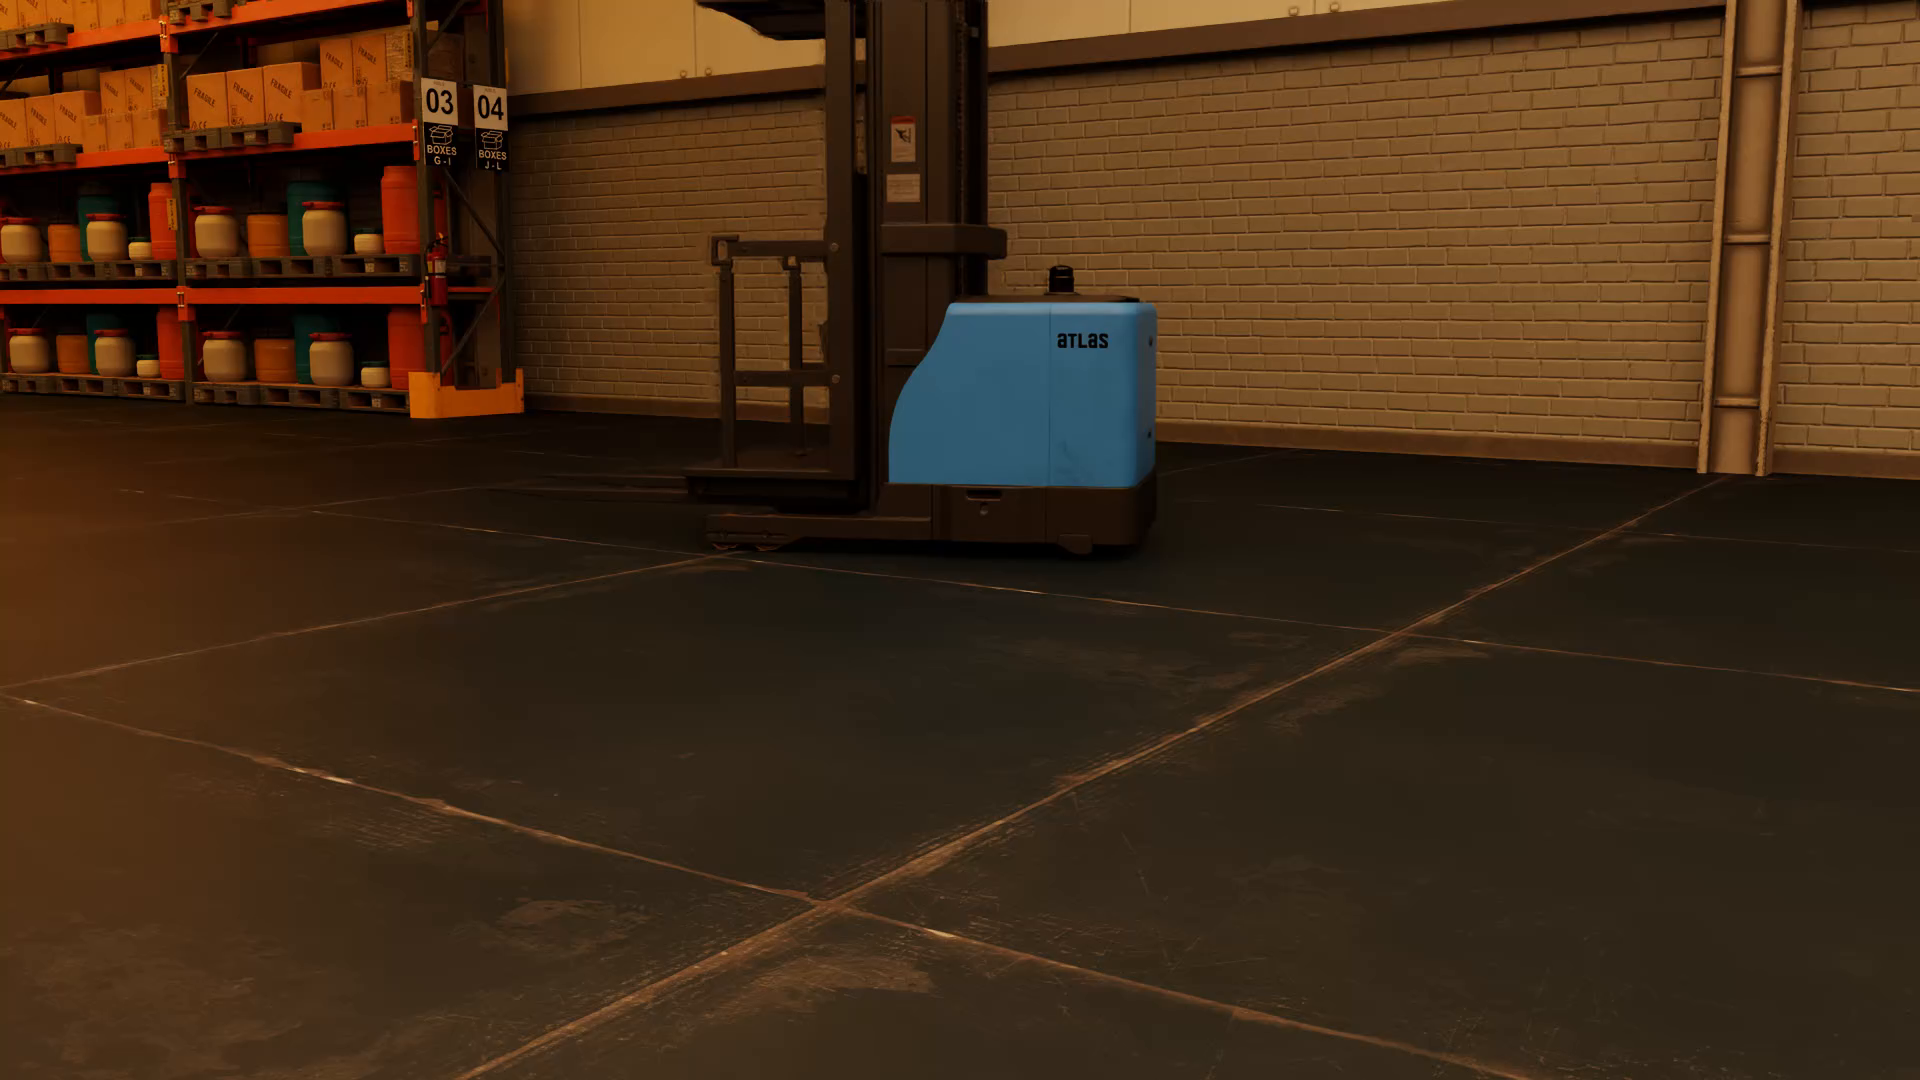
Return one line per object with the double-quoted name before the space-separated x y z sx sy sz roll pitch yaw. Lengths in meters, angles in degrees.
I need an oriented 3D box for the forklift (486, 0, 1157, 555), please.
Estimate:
"forklift" -0.645 -1.470 7.530 3.031 2.935 1.130 2 8 12
